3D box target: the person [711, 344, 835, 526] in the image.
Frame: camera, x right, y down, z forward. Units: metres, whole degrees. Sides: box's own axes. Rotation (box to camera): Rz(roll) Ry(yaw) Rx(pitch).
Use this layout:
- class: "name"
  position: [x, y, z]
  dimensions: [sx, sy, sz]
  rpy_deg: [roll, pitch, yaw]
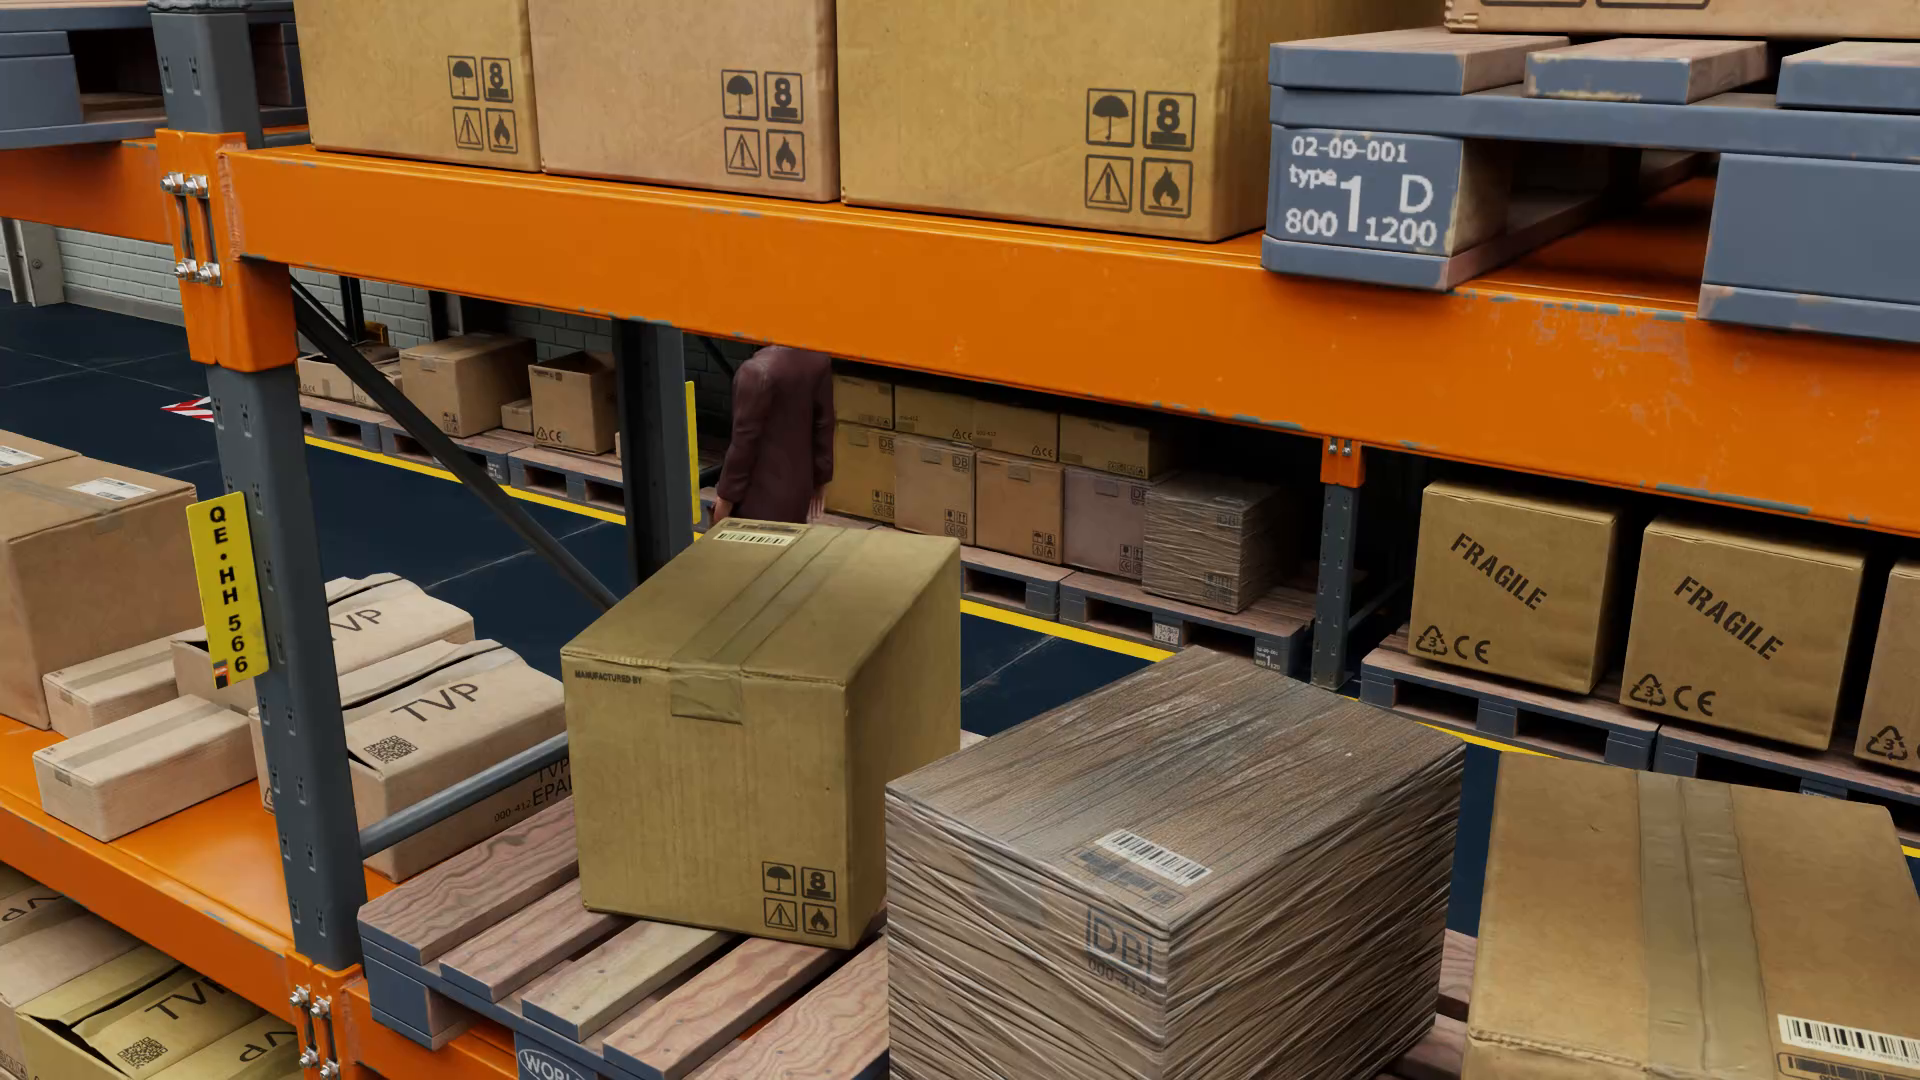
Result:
- class: "person"
  position: [-0.845, -0.225, 7.174]
  dimensions: [0.800, 1.766, 0.618]
  rpy_deg: [11, 22, 29]
